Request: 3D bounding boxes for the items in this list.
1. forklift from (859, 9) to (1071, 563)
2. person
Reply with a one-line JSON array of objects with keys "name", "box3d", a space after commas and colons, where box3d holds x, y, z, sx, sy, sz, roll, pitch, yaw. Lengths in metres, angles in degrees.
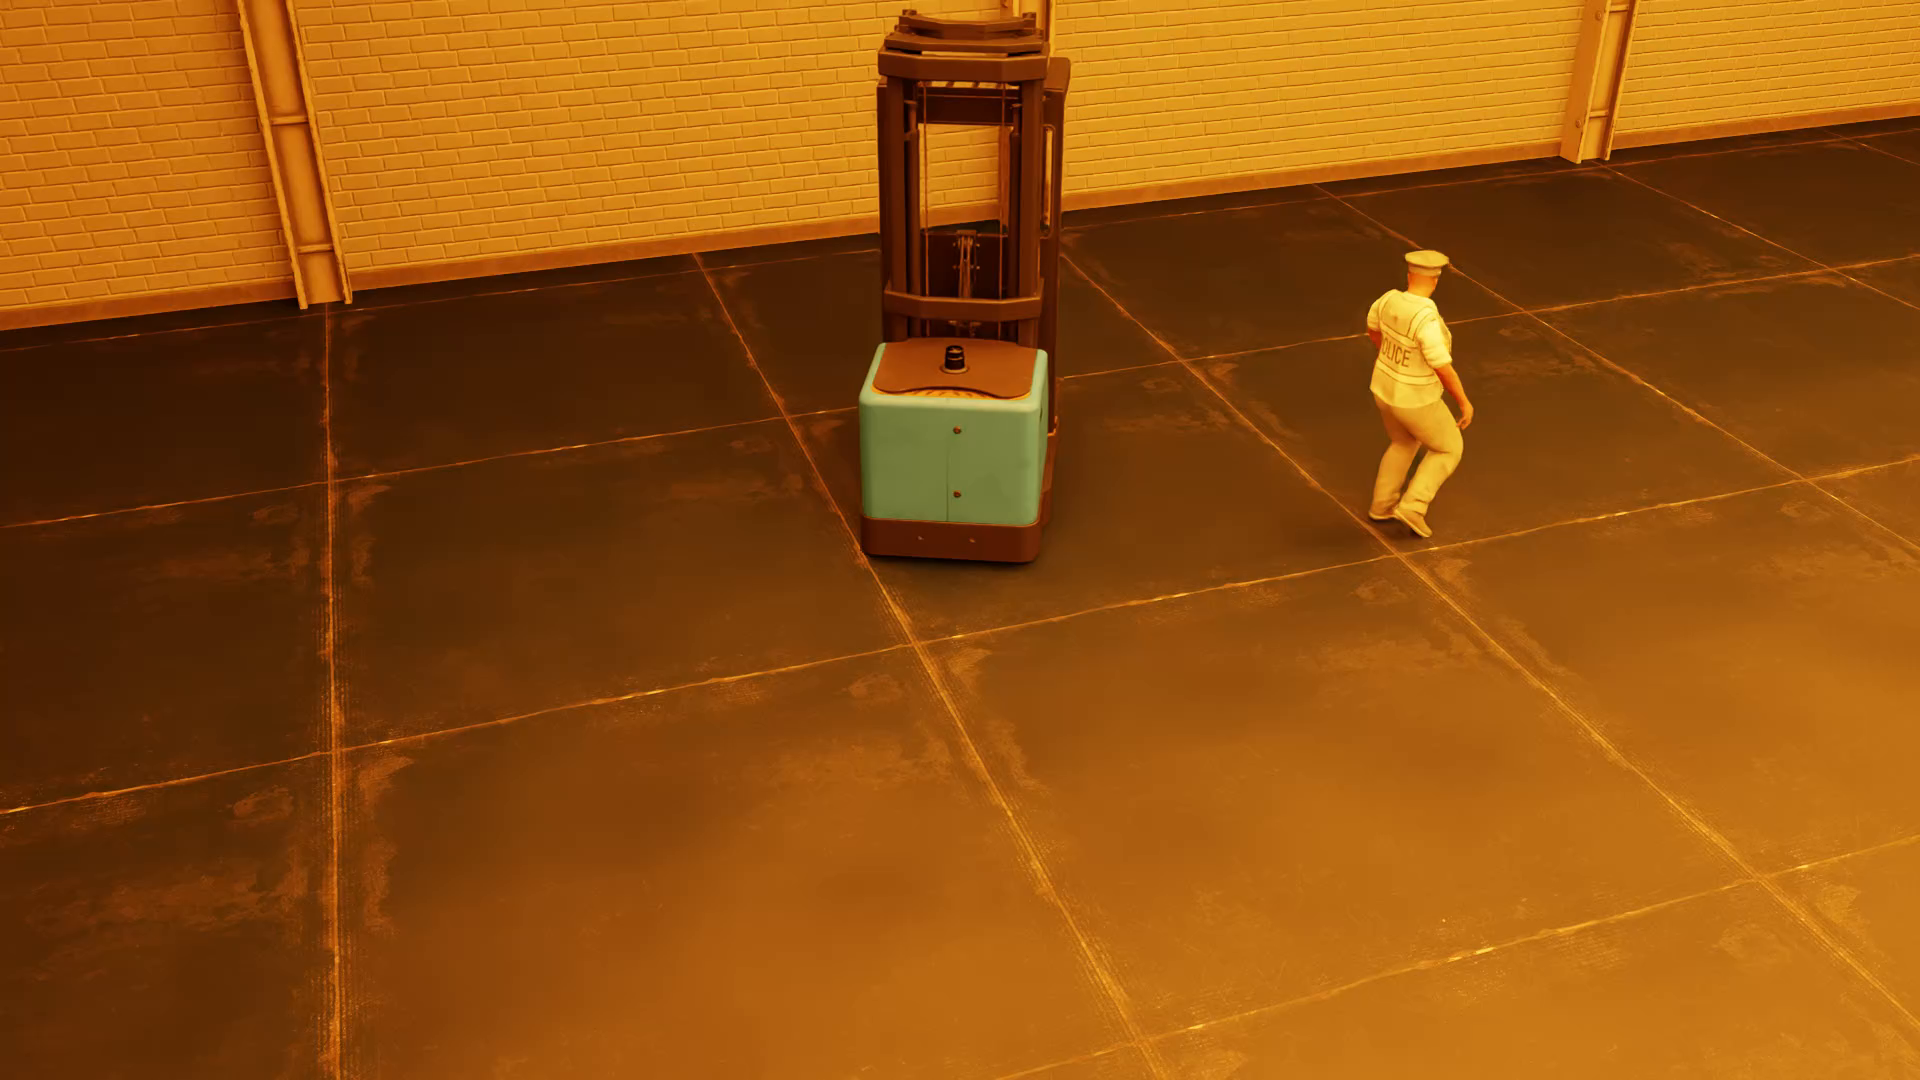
[{"name": "forklift", "box3d": [0.088, -1.849, 10.301, 1.130, 2.935, 3.031, 3, 30, 5]}, {"name": "person", "box3d": [2.675, -0.869, 9.855, 0.491, 1.755, 0.823, -9, 31, -16]}]
